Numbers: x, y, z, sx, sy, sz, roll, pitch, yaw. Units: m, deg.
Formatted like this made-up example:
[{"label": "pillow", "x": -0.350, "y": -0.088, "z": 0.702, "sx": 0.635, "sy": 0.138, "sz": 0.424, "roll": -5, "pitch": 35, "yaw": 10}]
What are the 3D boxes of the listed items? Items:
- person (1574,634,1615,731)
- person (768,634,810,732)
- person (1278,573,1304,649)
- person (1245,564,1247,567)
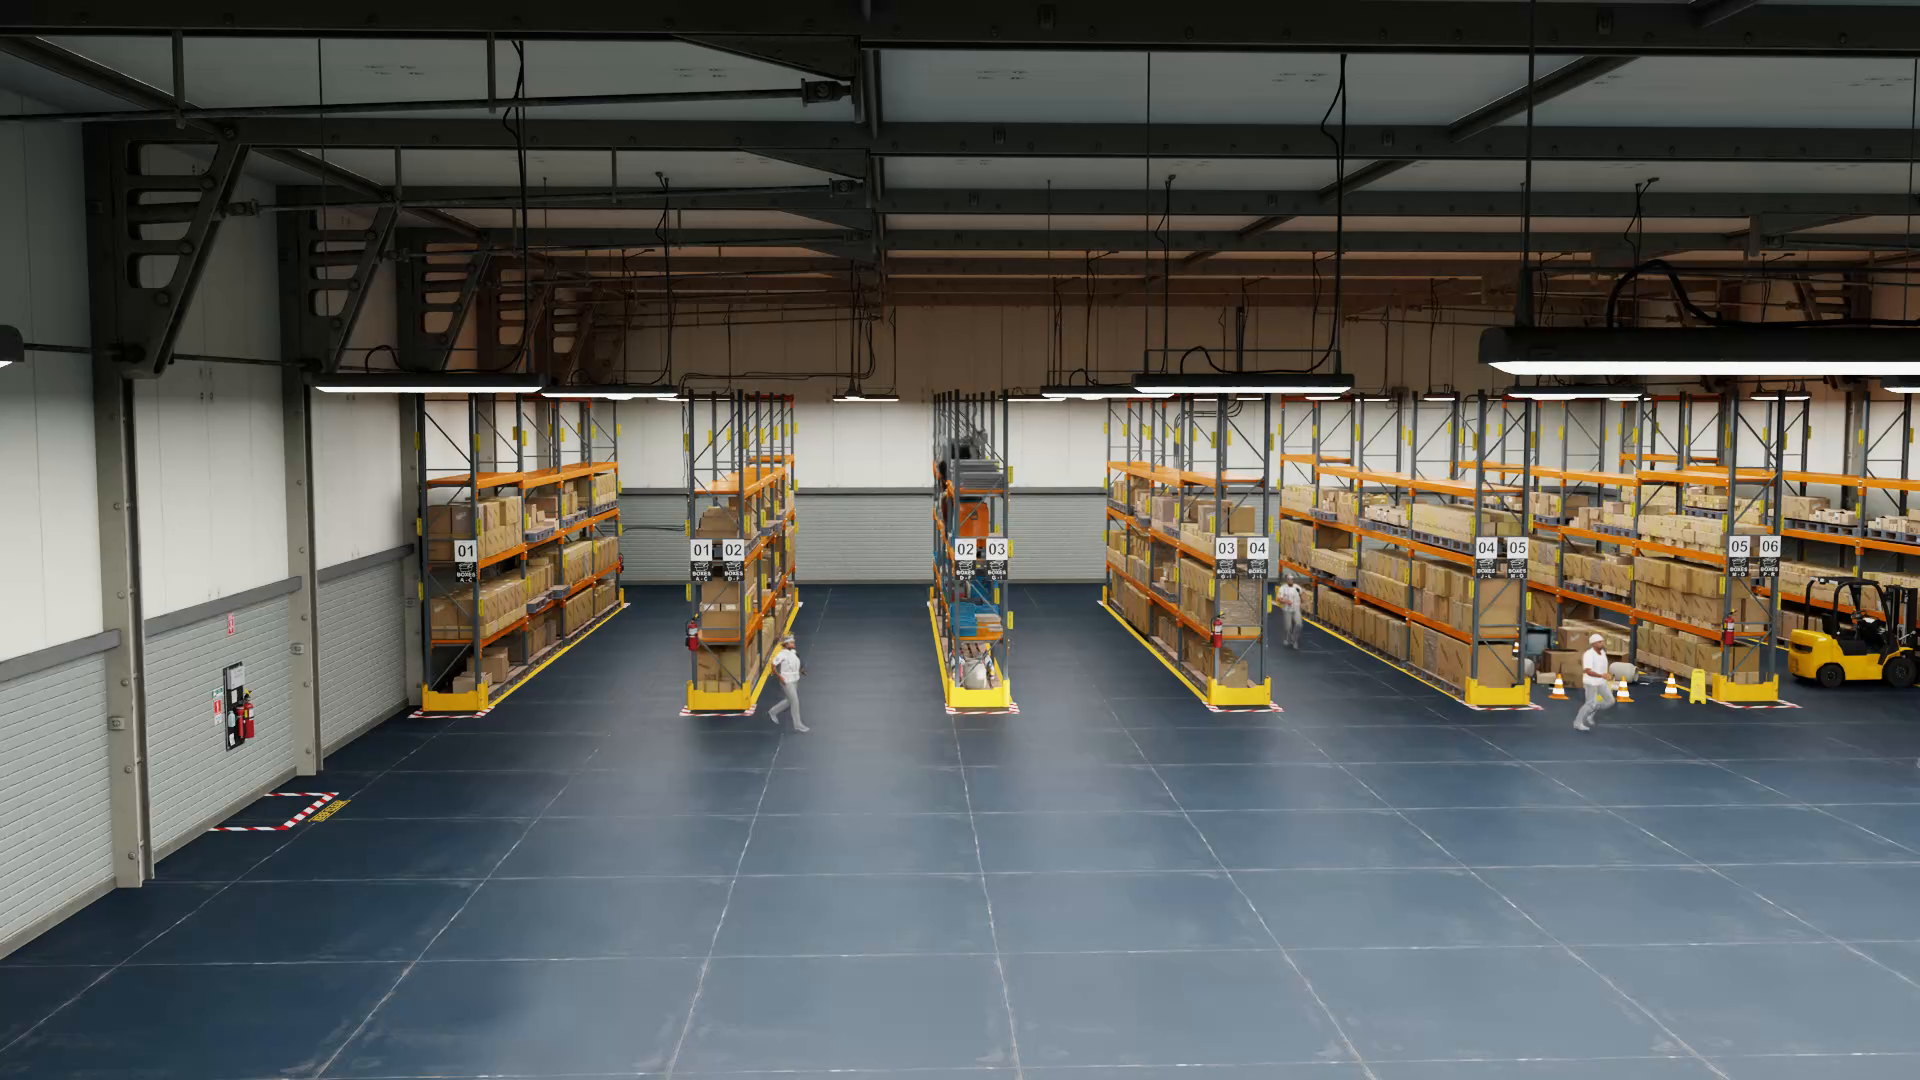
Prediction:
[{"label": "person", "x": 11.123, "y": 2.487, "z": 29.032, "sx": 0.726, "sy": 1.715, "sz": 0.743, "roll": -4, "pitch": 6, "yaw": -38}, {"label": "person", "x": -3.032, "y": 2.490, "z": 29.221, "sx": 0.905, "sy": 1.687, "sz": 0.598, "roll": 2, "pitch": 5, "yaw": 26}, {"label": "person", "x": 7.805, "y": 1.678, "z": 39.132, "sx": 0.671, "sy": 1.806, "sz": 0.737, "roll": 0, "pitch": 5, "yaw": -2}, {"label": "person", "x": 7.838, "y": 0.957, "z": 47.618, "sx": 0.730, "sy": 1.803, "sz": 0.842, "roll": 3, "pitch": 5, "yaw": 30}]
